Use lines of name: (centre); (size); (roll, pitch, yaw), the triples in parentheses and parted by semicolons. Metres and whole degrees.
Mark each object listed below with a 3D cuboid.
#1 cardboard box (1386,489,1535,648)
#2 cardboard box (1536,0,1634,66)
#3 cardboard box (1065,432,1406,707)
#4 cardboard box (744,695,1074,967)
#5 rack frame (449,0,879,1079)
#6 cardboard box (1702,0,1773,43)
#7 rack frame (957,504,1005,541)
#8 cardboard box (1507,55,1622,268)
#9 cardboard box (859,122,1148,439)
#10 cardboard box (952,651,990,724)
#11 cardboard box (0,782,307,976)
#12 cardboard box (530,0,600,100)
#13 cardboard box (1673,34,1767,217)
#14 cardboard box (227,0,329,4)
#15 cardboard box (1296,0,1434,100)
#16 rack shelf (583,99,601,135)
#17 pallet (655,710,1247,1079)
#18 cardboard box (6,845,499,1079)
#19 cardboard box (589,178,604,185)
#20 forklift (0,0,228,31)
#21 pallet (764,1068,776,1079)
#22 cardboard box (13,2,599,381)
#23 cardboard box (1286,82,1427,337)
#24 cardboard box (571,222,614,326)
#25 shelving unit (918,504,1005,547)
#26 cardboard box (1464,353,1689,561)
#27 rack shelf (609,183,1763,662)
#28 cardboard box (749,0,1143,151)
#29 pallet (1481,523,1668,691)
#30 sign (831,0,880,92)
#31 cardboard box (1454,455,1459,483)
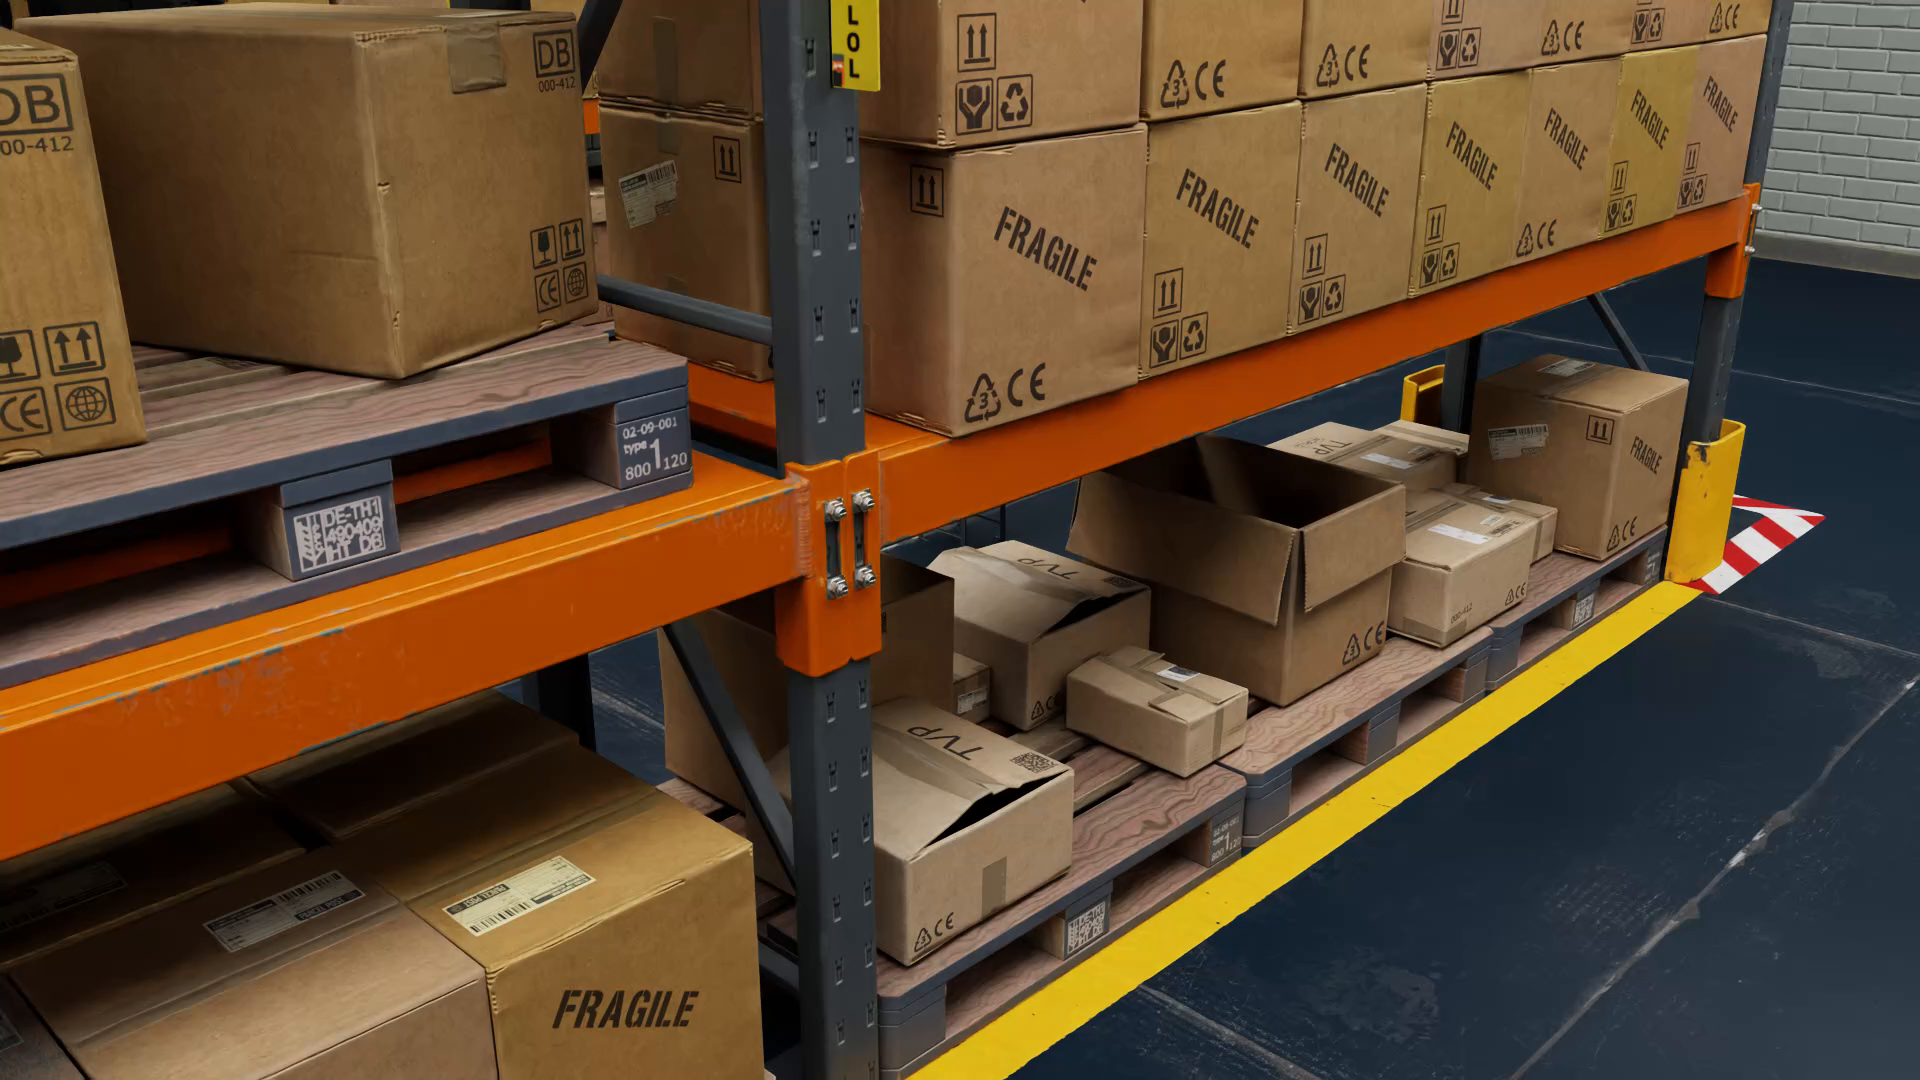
cardboard box: (1.348, 0.064, 4.946); (0.500, 0.250, 0.500); (19, 28, 41)
cardboard box: (1.412, -1.518, 4.309); (0.500, 0.500, 0.500); (-19, 28, -41)
cardboard box: (0.752, 0.052, 4.625); (0.797, 0.503, 0.637); (19, 28, 41)
cardboard box: (-0.107, 0.572, 3.540); (0.500, 0.311, 0.500); (19, 28, 41)
rack frame: (-0.555, -0.424, 2.996); (1.000, 3.000, 0.127); (19, 28, 41)
cardboard box: (2.122, -1.782, 4.997); (0.500, 0.500, 0.500); (19, 28, 40)
rack frame: (0.077, -0.448, 5.987); (0.240, 0.900, 0.006); (19, 28, 41)
cardboard box: (1.406, -1.054, 4.497); (0.500, 0.500, 0.500); (20, 28, 41)
cardboard box: (-0.004, -0.533, 3.142); (0.500, 0.500, 0.500); (-19, 28, -41)
cardboard box: (-0.142, 0.373, 4.285); (0.380, 0.149, 0.250); (19, 28, 41)
cardboard box: (-1.431, 0.741, 2.837); (0.500, 0.500, 0.500); (-20, 28, -41)
cardboard box: (-2.165, -2.508, 7.999); (0.980, 0.700, 0.700); (19, 28, 40)
cardboard box: (2.118, -1.315, 5.177); (0.500, 0.500, 0.500); (-19, 28, -40)
cardboard box: (-3.204, -2.124, 7.003); (0.980, 0.700, 0.700); (18, 28, 39)
cardboard box: (0.694, -1.253, 3.620); (0.500, 0.500, 0.500); (18, 28, 39)
rack shelf: (-2.712, -1.841, 7.686); (1.077, 0.370, 4.000); (19, 28, 41)
pallet: (-0.075, 0.702, 3.955); (1.003, 0.211, 1.213); (19, 28, 41)
cardboard box: (-1.045, 0.861, 2.524); (0.500, 0.500, 0.500); (19, 28, 41)
cardboard box: (-1.692, -1.739, 8.414); (0.380, 0.149, 0.250); (19, 28, 40)
forklift: (-2.941, -1.139, 4.952); (3.031, 2.935, 1.130); (-5, 22, -12)
pallet: (-1.096, 1.096, 2.928); (1.003, 0.211, 1.213); (19, 28, 41)
cardboard box: (-1.046, -0.601, 2.732); (0.700, 0.500, 0.500); (9, 23, 23)
cardboard box: (0.701, -0.794, 3.820); (0.500, 0.500, 0.500); (19, 28, 40)
cardboard box: (-2.082, -1.387, 8.400); (0.700, 0.500, 0.500); (19, 28, 40)
shelving unit: (0.006, -0.422, 5.919); (0.258, 0.900, 0.210); (19, 28, 41)
cardboard box: (2.032, -0.289, 5.517); (0.500, 0.500, 0.500); (19, 28, 41)
rack shelf: (0.840, -0.602, 4.463); (1.077, 0.370, 4.000); (19, 28, 41)
cardboard box: (-0.025, -0.988, 2.931); (0.500, 0.500, 0.500); (-19, 28, -41)
pallet: (1.627, 0.074, 5.587); (1.003, 0.211, 1.213); (19, 28, 41)
sign: (-0.155, -0.826, 2.430); (0.100, 0.325, 0.005); (19, 28, 41)
cardboard box: (1.522, -0.249, 5.877); (0.380, 0.166, 0.250); (19, 28, 41)
